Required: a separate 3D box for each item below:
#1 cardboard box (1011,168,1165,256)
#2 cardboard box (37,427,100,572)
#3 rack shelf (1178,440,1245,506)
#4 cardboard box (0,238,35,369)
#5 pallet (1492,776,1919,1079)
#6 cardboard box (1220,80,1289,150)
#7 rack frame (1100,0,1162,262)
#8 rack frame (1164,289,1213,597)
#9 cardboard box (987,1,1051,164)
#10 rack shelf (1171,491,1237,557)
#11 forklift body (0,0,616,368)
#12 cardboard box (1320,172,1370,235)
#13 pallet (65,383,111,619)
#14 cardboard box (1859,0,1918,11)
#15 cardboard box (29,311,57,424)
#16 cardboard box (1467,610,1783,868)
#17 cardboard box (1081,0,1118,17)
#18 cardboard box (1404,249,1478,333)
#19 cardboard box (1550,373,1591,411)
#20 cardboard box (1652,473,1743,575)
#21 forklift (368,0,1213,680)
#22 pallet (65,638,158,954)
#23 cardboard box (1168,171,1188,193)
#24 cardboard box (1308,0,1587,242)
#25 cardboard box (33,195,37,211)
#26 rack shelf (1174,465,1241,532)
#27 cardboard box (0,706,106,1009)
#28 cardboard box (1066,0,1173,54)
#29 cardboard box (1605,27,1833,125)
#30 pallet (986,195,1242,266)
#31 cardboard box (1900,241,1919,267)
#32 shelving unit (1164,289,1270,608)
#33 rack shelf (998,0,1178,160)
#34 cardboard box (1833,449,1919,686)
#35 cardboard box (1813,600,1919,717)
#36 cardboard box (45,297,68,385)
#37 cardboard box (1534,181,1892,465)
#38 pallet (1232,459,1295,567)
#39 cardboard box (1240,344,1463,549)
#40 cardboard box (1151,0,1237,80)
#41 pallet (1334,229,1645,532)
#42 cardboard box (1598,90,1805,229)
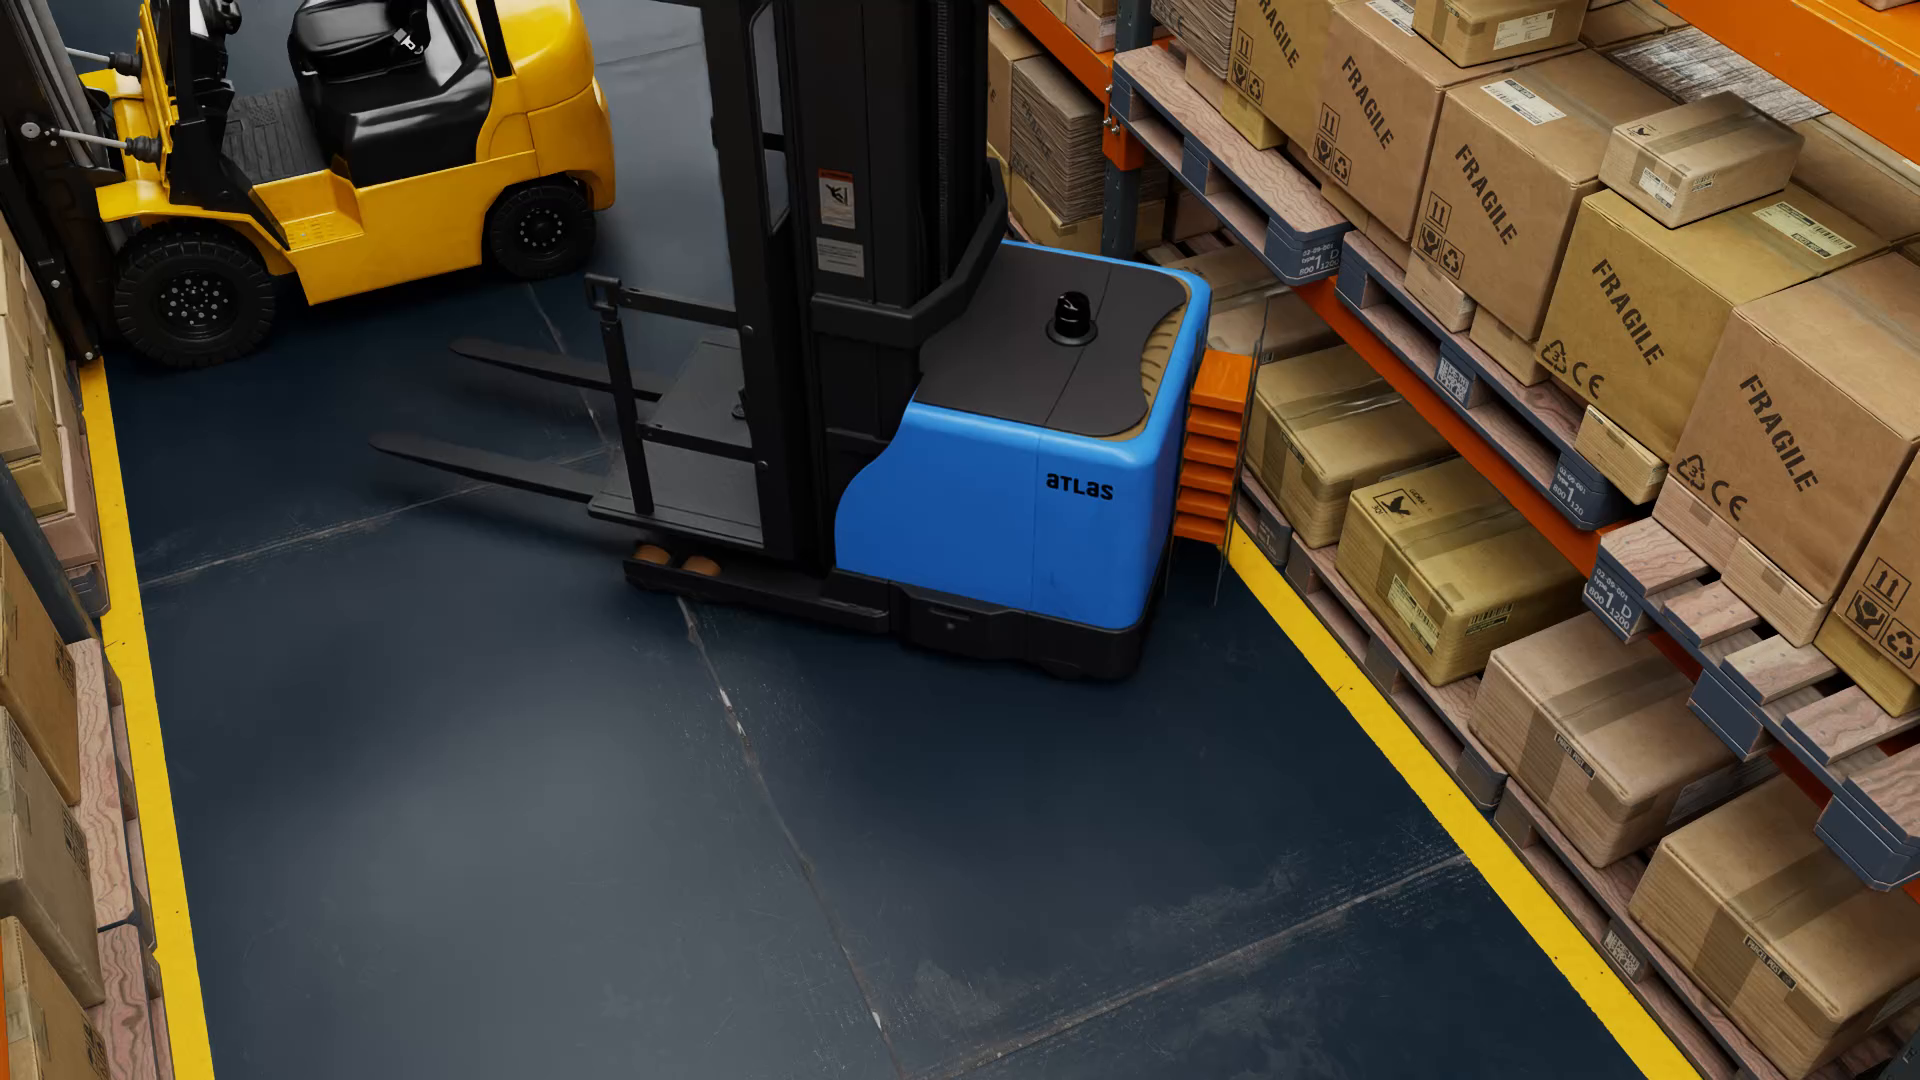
[{"bbox_3d":[0.551,-1.455,7.248,0.500,0.250,0.500,-16,47,-16],"label":"cardboard box"},{"bbox_3d":[-3.362,-0.096,5.870,0.500,0.250,0.500,-18,47,-17],"label":"cardboard box"},{"bbox_3d":[0.866,-0.250,5.713,0.180,0.103,0.258,12,46,12],"label":"rack shelf"},{"bbox_3d":[-3.583,-0.775,5.847,0.500,0.250,0.500,-18,47,-17],"label":"cardboard box"},{"bbox_3d":[2.398,1.056,5.029,1.003,0.211,1.213,-18,47,-17],"label":"pallet"},{"bbox_3d":[1.086,-1.440,5.454,0.380,0.149,0.250,-17,47,-17],"label":"cardboard box"},{"bbox_3d":[1.043,-1.987,6.128,1.000,3.000,0.127,-18,47,-17],"label":"rack frame"},{"bbox_3d":[0.778,-0.301,5.701,0.006,1.200,0.240,12,46,12],"label":"rack frame"},{"bbox_3d":[0.336,-2.046,7.313,0.500,0.500,0.500,-17,47,-17],"label":"cardboard box"},{"bbox_3d":[0.866,-0.080,5.881,0.180,0.103,0.258,12,46,12],"label":"rack shelf"},{"bbox_3d":[-2.688,-2.096,6.843,2.313,2.155,1.214,-18,47,-17],"label":"forklift body"},{"bbox_3d":[1.345,-1.106,5.115,0.380,0.149,0.250,-17,47,-17],"label":"cardboard box"},{"bbox_3d":[-3.755,-0.045,6.146,1.003,0.211,1.213,-18,47,-17],"label":"pallet"},{"bbox_3d":[2.058,-1.506,3.432,0.797,0.503,0.637,-18,47,-17],"label":"cardboard box"},{"bbox_3d":[-3.596,-0.587,6.012,0.500,0.250,0.500,-18,47,-18],"label":"cardboard box"},{"bbox_3d":[2.179,0.517,5.162,0.950,0.372,0.625,-19,48,-18],"label":"cardboard box"},{"bbox_3d":[0.631,-2.338,6.201,0.500,0.500,0.500,-19,48,-18],"label":"cardboard box"},{"bbox_3d":[1.512,-0.763,4.767,0.380,0.149,0.250,-16,47,-16],"label":"cardboard box"},{"bbox_3d":[1.831,-0.466,4.466,0.380,0.149,0.250,-18,47,-17],"label":"cardboard box"},{"bbox_3d":[1.950,-0.097,4.093,0.380,0.149,0.250,-20,48,-19],"label":"cardboard box"},{"bbox_3d":[-0.706,-1.163,5.342,3.031,2.935,1.130,12,46,12],"label":"forklift"},{"bbox_3d":[-3.113,0.932,5.155,1.003,0.211,1.213,-18,47,-17],"label":"pallet"},{"bbox_3d":[1.040,-1.880,7.145,0.500,0.500,0.500,-16,47,-16],"label":"cardboard box"},{"bbox_3d":[1.387,-1.256,4.806,0.500,0.500,0.500,-18,47,-18],"label":"cardboard box"},{"bbox_3d":[-4.215,-1.553,6.991,0.500,0.250,0.500,-19,48,-18],"label":"cardboard box"},{"bbox_3d":[0.866,-0.165,5.797,0.180,0.103,0.258,12,46,12],"label":"rack shelf"},{"bbox_3d":[-2.910,1.003,4.490,0.875,0.625,0.625,-18,48,-18],"label":"cardboard box"},{"bbox_3d":[0.632,-2.012,6.333,0.380,0.149,0.250,-18,48,-18],"label":"cardboard box"},{"bbox_3d":[2.088,-1.072,4.618,0.500,0.500,0.500,-20,48,-19],"label":"cardboard box"},{"bbox_3d":[0.729,-1.412,7.531,1.003,0.211,1.213,-18,47,-17],"label":"pallet"},{"bbox_3d":[2.521,-0.414,3.952,0.500,0.500,0.500,-16,47,-15],"label":"cardboard box"},{"bbox_3d":[0.866,-0.282,5.682,0.189,1.200,0.258,12,46,12],"label":"shelving unit"},{"bbox_3d":[0.202,-3.006,7.673,1.077,0.370,4.000,-18,47,-17],"label":"rack shelf"},{"bbox_3d":[2.282,0.063,3.468,0.500,0.500,0.500,-19,48,-19],"label":"cardboard box"},{"bbox_3d":[2.196,0.213,3.778,0.380,0.149,0.250,-17,47,-17],"label":"cardboard box"},{"bbox_3d":[-3.819,-0.737,6.520,0.500,0.250,0.500,-17,47,-17],"label":"cardboard box"},{"bbox_3d":[1.841,-0.584,4.124,0.500,0.500,0.500,-21,48,-20],"label":"cardboard box"},{"bbox_3d":[1.372,-0.499,6.605,1.003,0.211,1.213,-18,47,-17],"label":"pallet"},{"bbox_3d":[1.572,-0.411,6.102,0.950,0.372,0.625,-15,47,-15],"label":"cardboard box"},{"bbox_3d":[0.980,-1.895,5.453,0.500,0.500,0.500,-17,47,-16],"label":"cardboard box"},{"bbox_3d":[1.856,-0.619,4.878,1.003,0.211,1.213,-18,47,-17],"label":"pallet"},{"bbox_3d":[1.781,-0.919,4.002,0.380,0.149,0.250,-20,48,-19],"label":"cardboard box"}]
